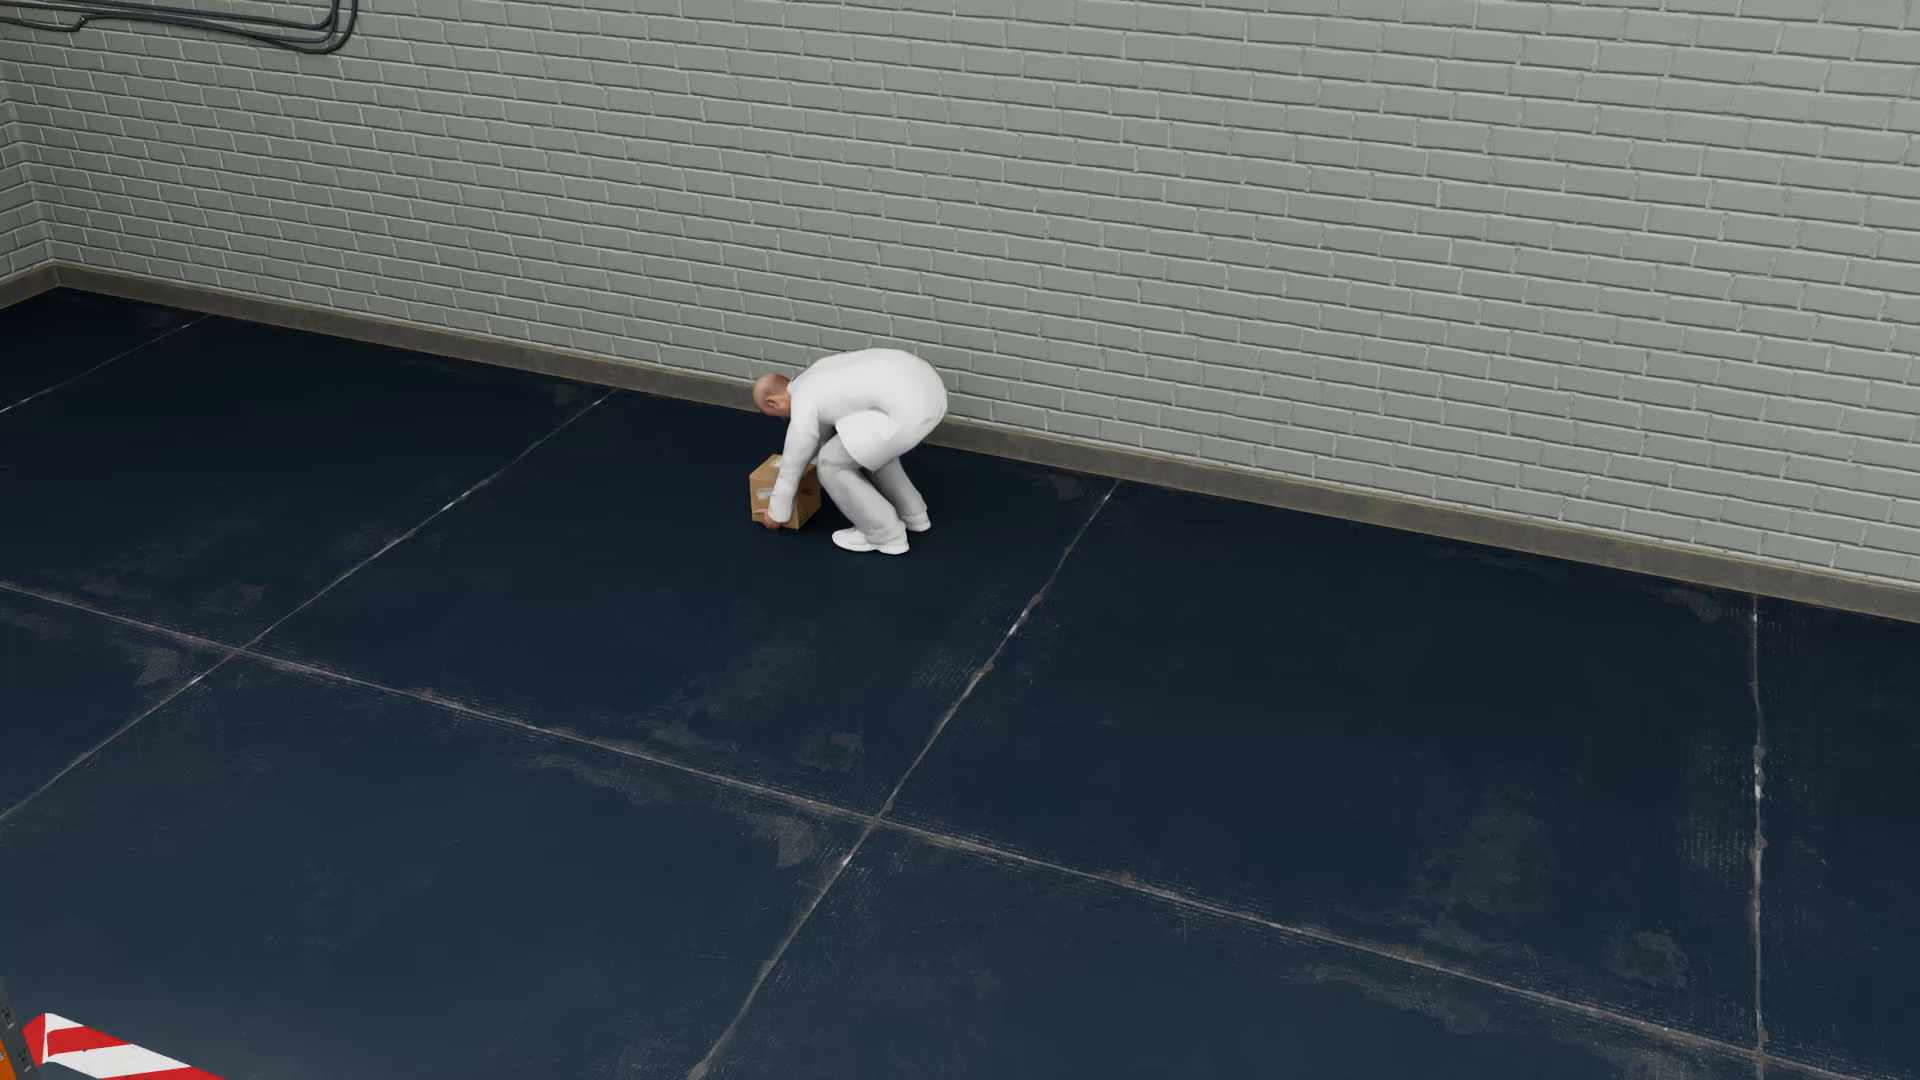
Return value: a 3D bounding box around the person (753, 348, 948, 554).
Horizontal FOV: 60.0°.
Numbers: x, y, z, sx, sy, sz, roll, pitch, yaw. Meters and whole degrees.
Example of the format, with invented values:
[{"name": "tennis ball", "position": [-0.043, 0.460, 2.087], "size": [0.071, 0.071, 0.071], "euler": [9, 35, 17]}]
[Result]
[{"name": "person", "position": [-0.522, -0.456, 7.819], "size": [0.947, 0.943, 0.595], "euler": [10, 31, 17]}]
